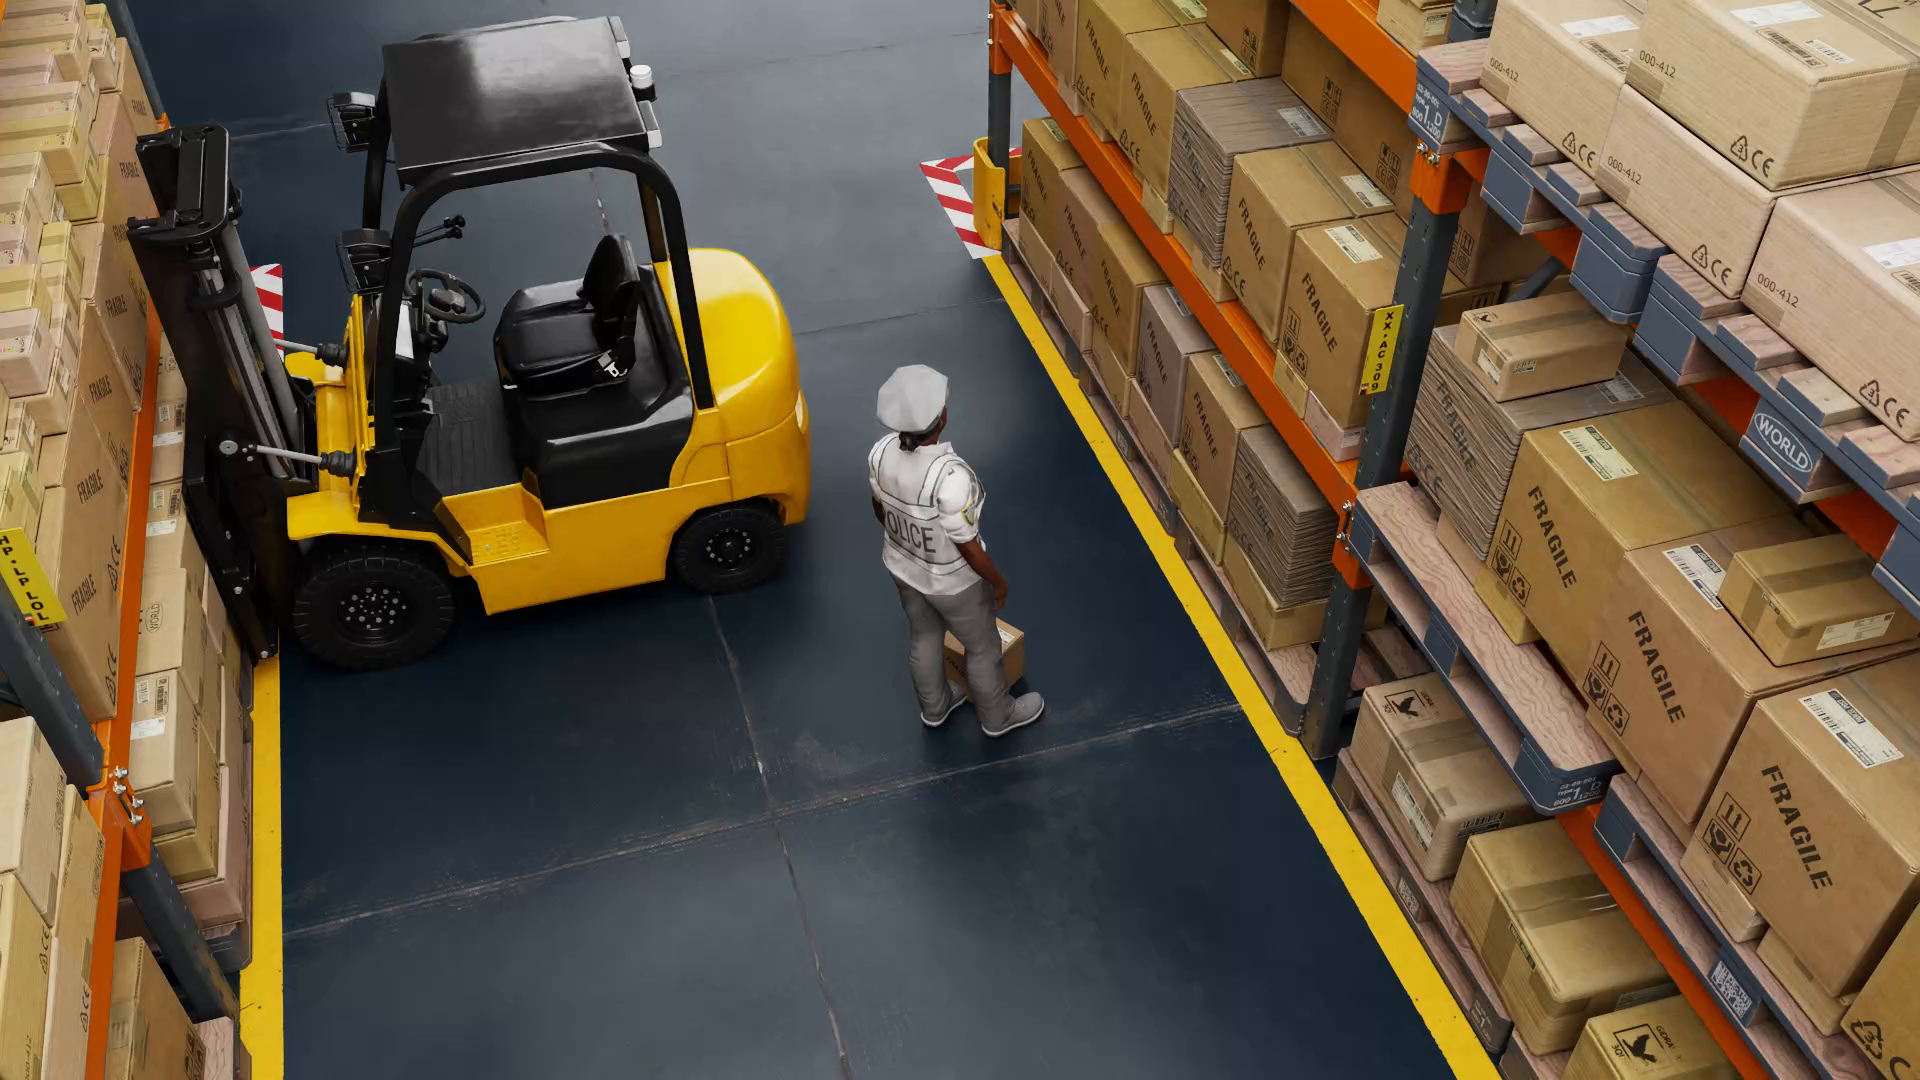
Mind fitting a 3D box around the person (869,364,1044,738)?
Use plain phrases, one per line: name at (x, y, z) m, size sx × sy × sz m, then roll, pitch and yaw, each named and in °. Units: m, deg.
person at (-0.024, 0.056, 6.061) m, size 0.568 × 1.694 × 0.529 m, roll 30°, pitch 50°, yaw 28°
